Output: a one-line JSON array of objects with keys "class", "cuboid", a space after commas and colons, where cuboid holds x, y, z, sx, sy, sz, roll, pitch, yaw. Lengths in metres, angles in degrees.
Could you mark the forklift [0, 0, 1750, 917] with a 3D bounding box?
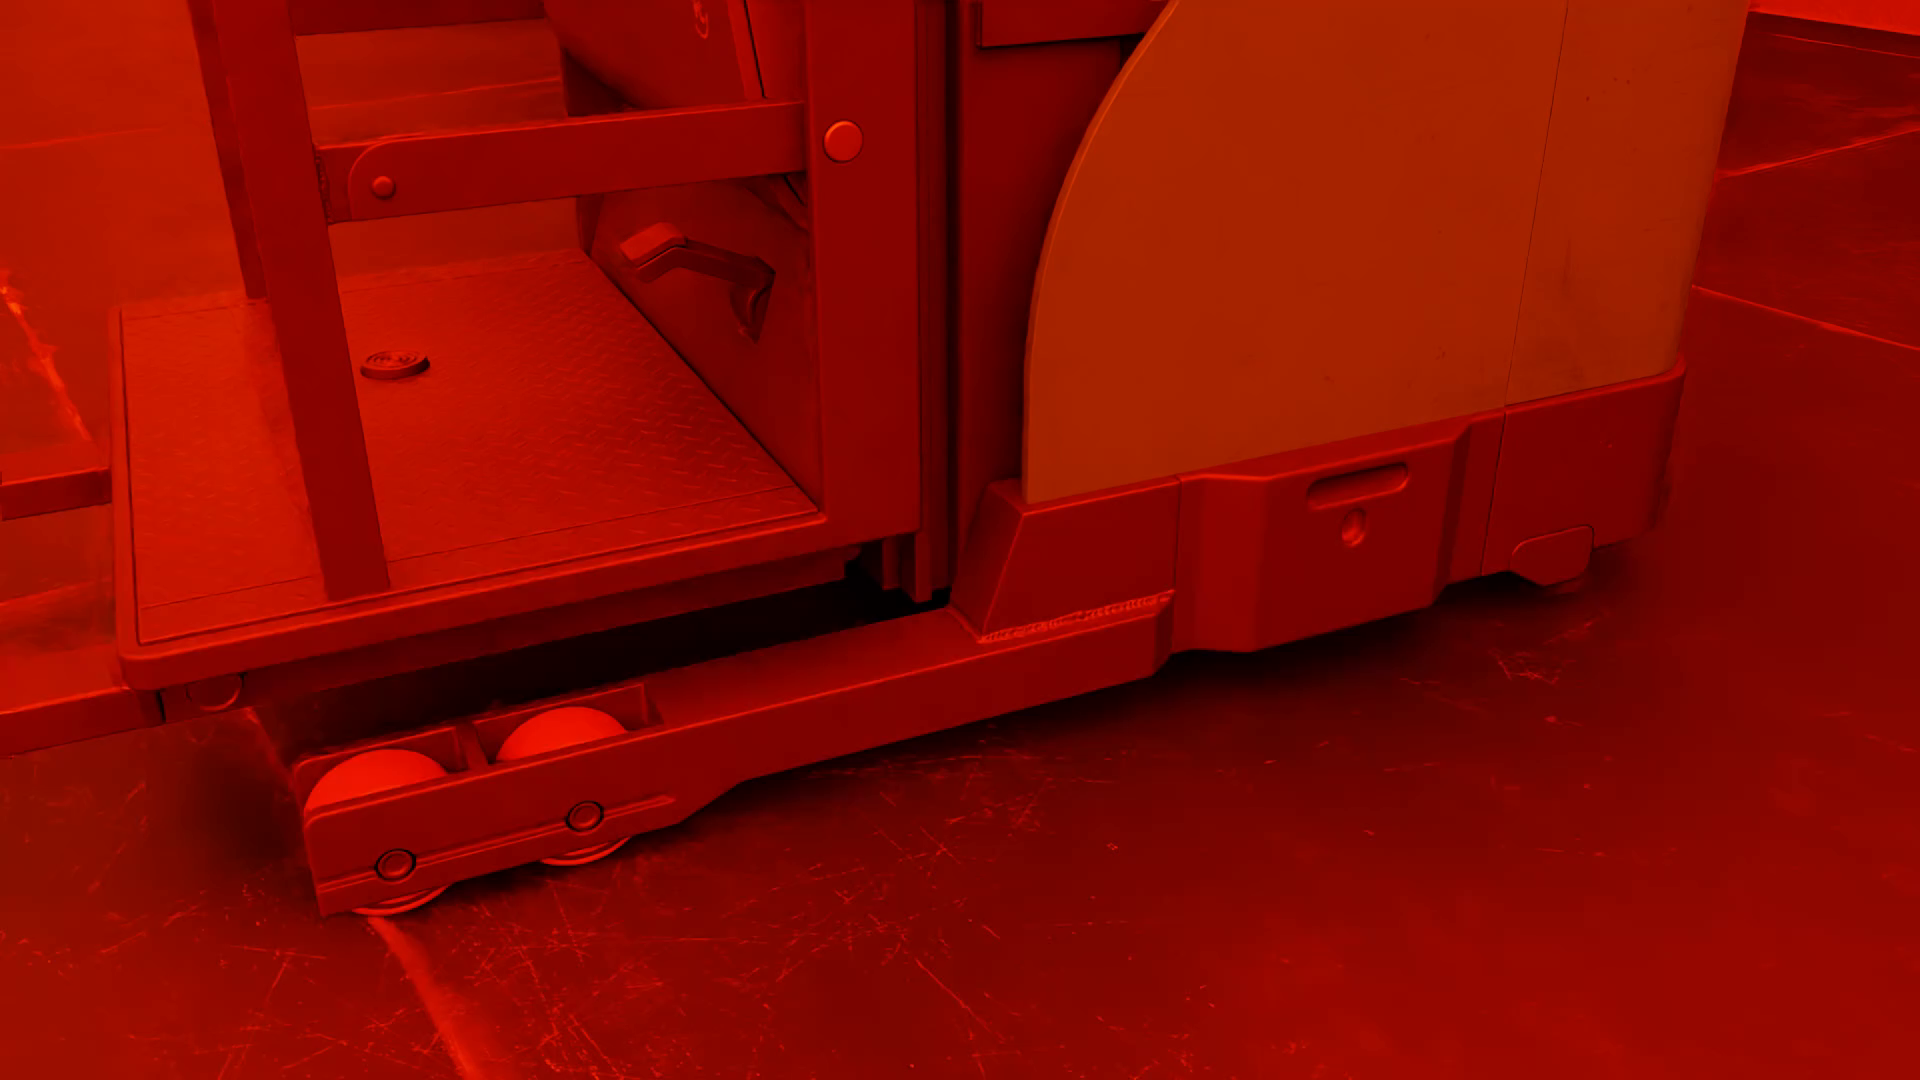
[{"class": "forklift", "cuboid": [-0.551, -1.192, 1.608, 3.031, 2.935, 1.130, -12, 29, -22]}]
